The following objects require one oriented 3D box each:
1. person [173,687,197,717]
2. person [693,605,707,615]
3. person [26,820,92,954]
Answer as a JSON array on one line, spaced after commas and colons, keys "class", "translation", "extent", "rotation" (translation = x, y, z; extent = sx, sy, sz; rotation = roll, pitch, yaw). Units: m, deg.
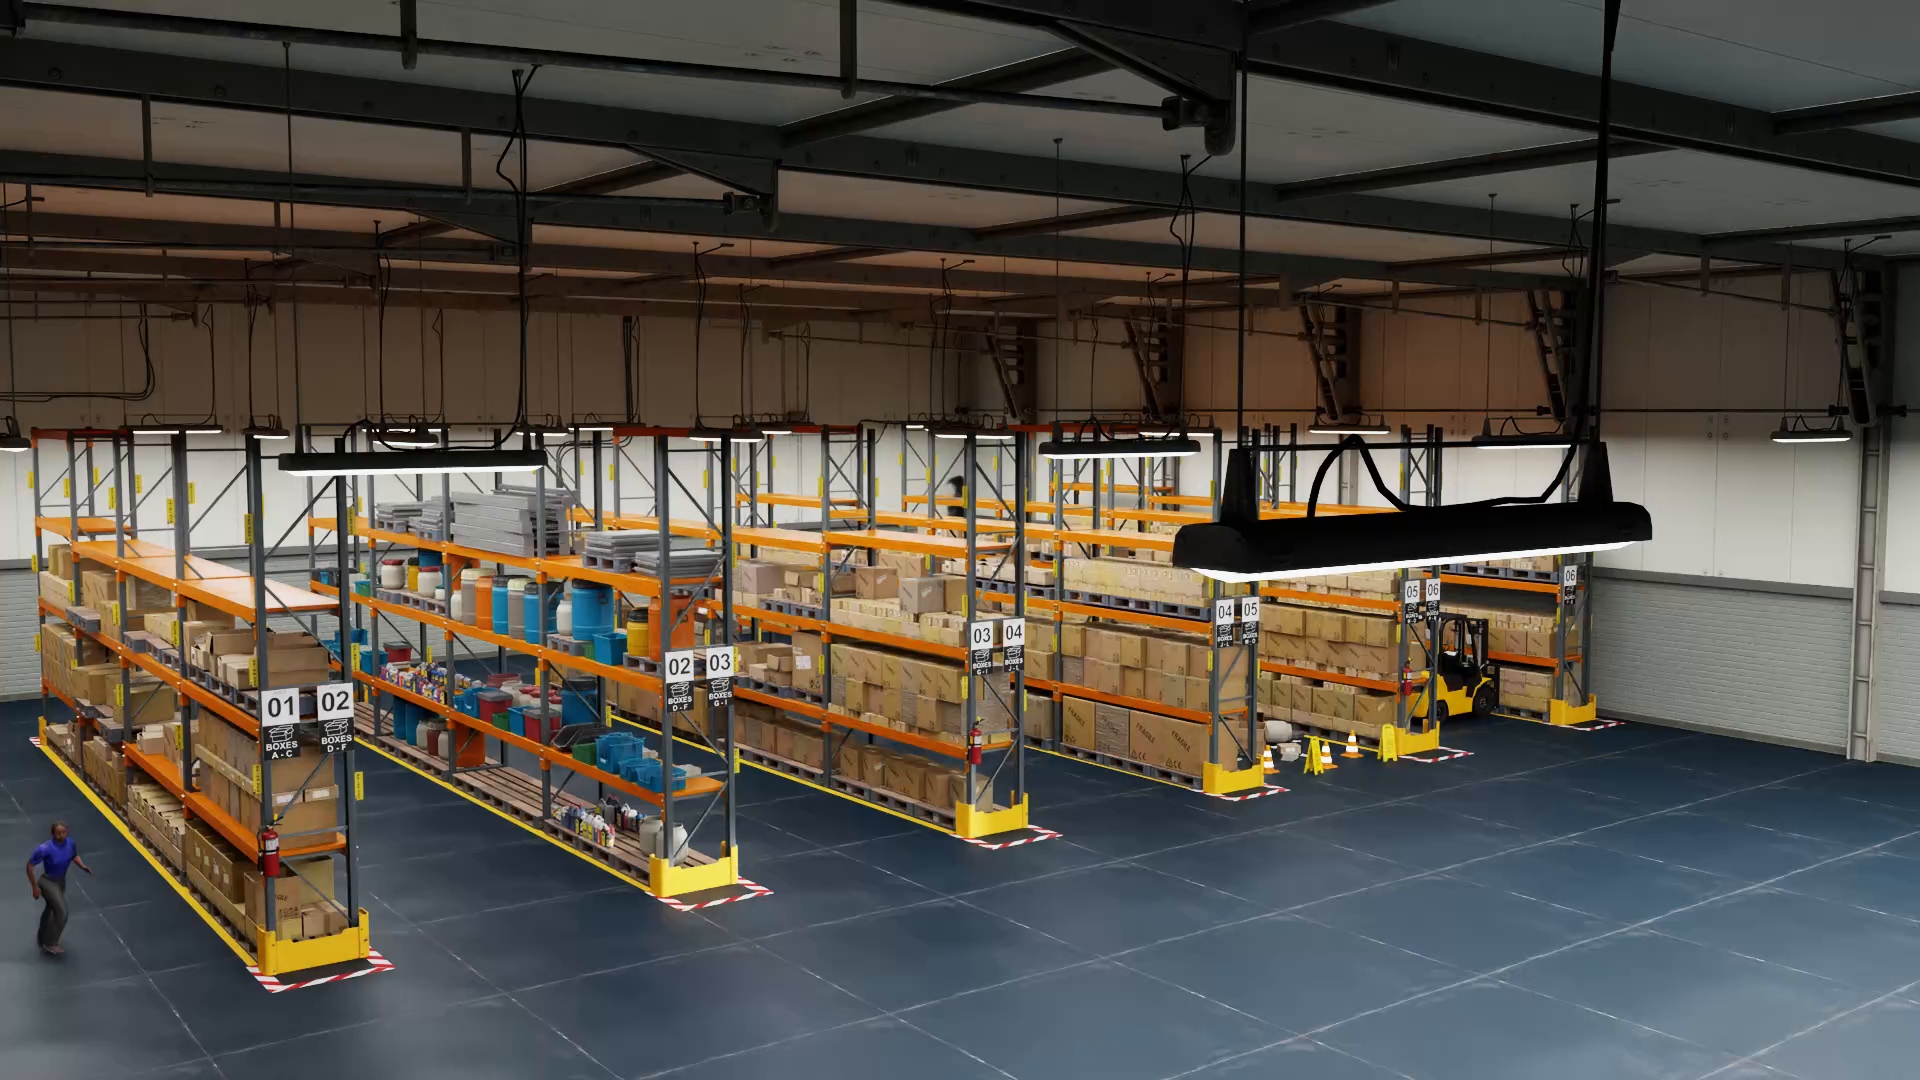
[{"class": "person", "translation": [-15.050, 2.964, 32.228], "extent": [0.555, 1.712, 0.855], "rotation": [-3, 6, -38]}, {"class": "person", "translation": [-6.387, 2.297, 40.300], "extent": [0.699, 1.775, 0.978], "rotation": [0, 4, 3]}, {"class": "person", "translation": [-10.544, 4.049, 19.468], "extent": [0.818, 1.629, 0.607], "rotation": [0, 4, 3]}]
